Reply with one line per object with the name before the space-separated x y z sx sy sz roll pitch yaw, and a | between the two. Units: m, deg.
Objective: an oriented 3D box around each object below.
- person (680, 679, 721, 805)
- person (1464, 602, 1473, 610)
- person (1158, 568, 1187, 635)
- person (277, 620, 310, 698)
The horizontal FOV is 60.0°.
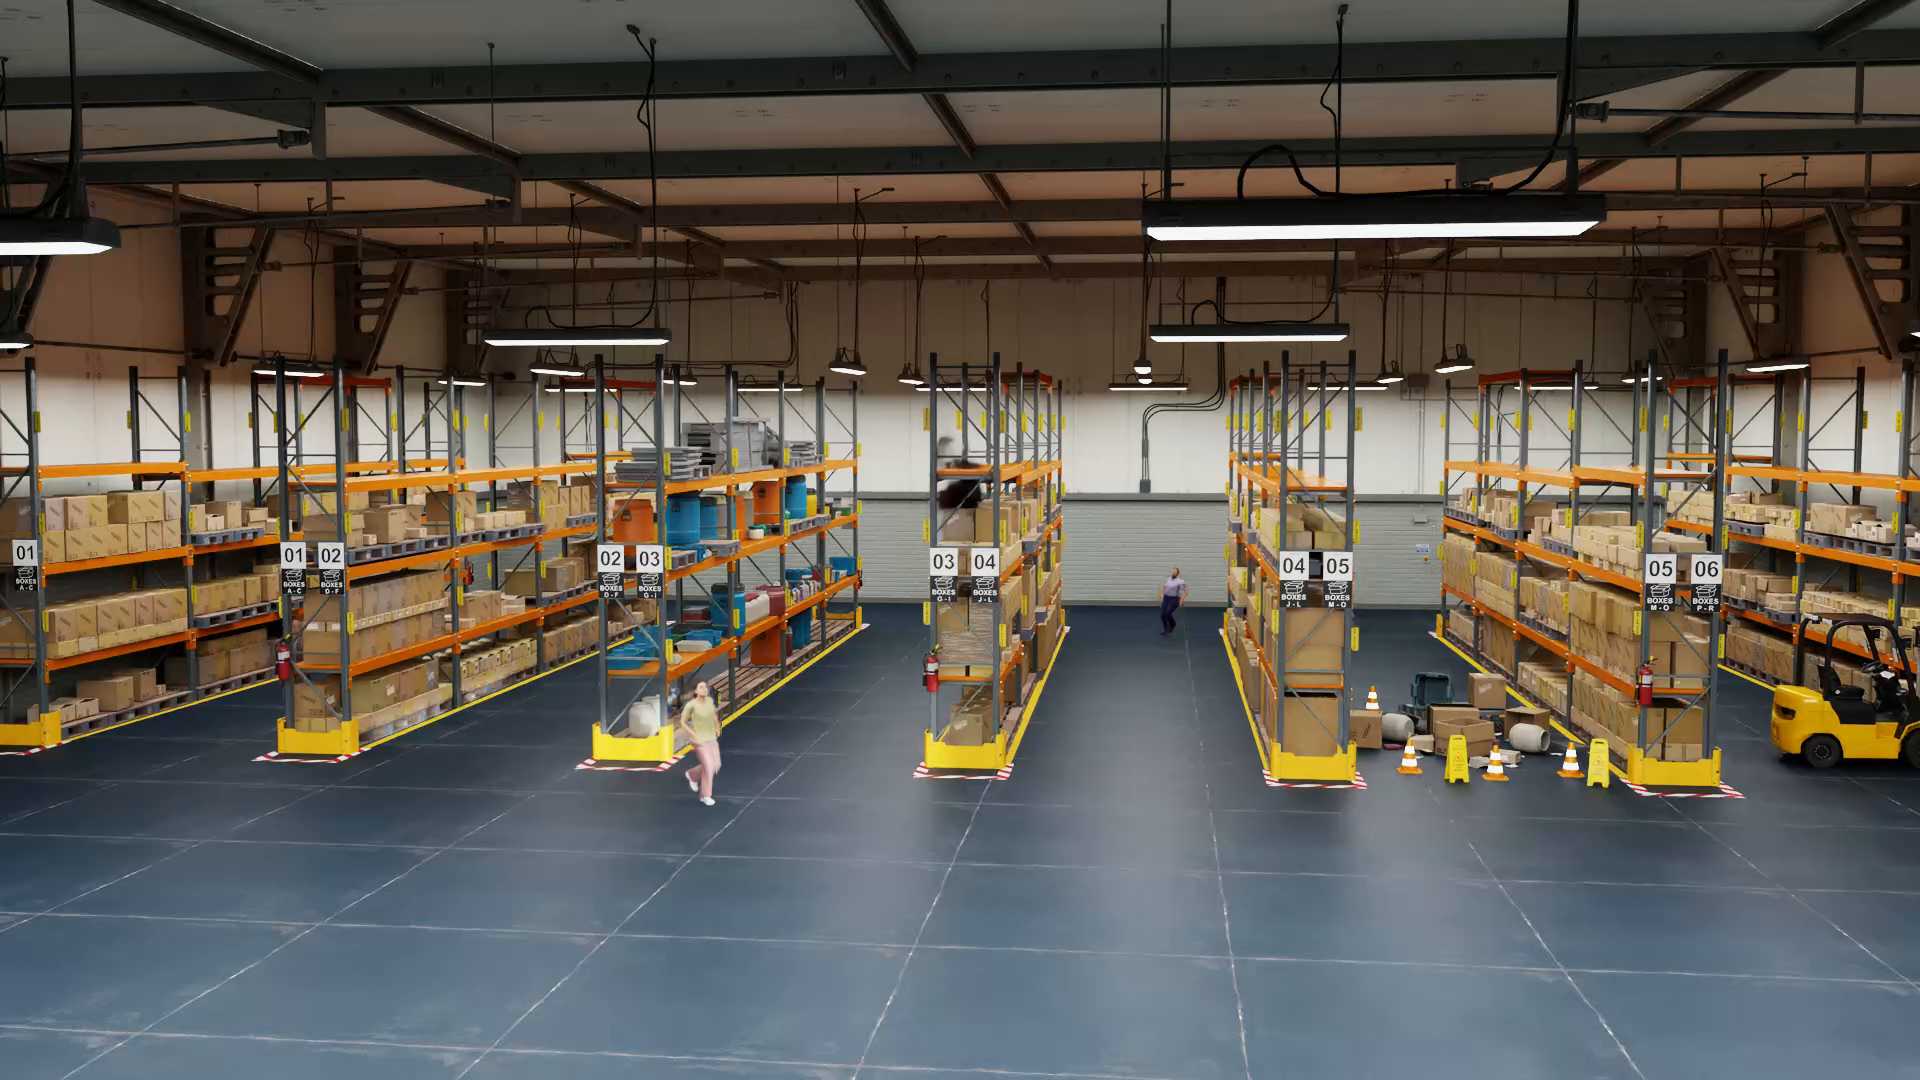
person | -3.426 2.643 21.940 0.580 1.642 0.577 4 6 44
person | 12.365 1.503 40.124 0.508 1.318 0.560 4 6 43
person | 4.951 1.449 39.154 0.659 1.595 0.517 4 5 42
person | -10.972 2.194 27.535 0.711 1.743 0.756 0 4 -4
